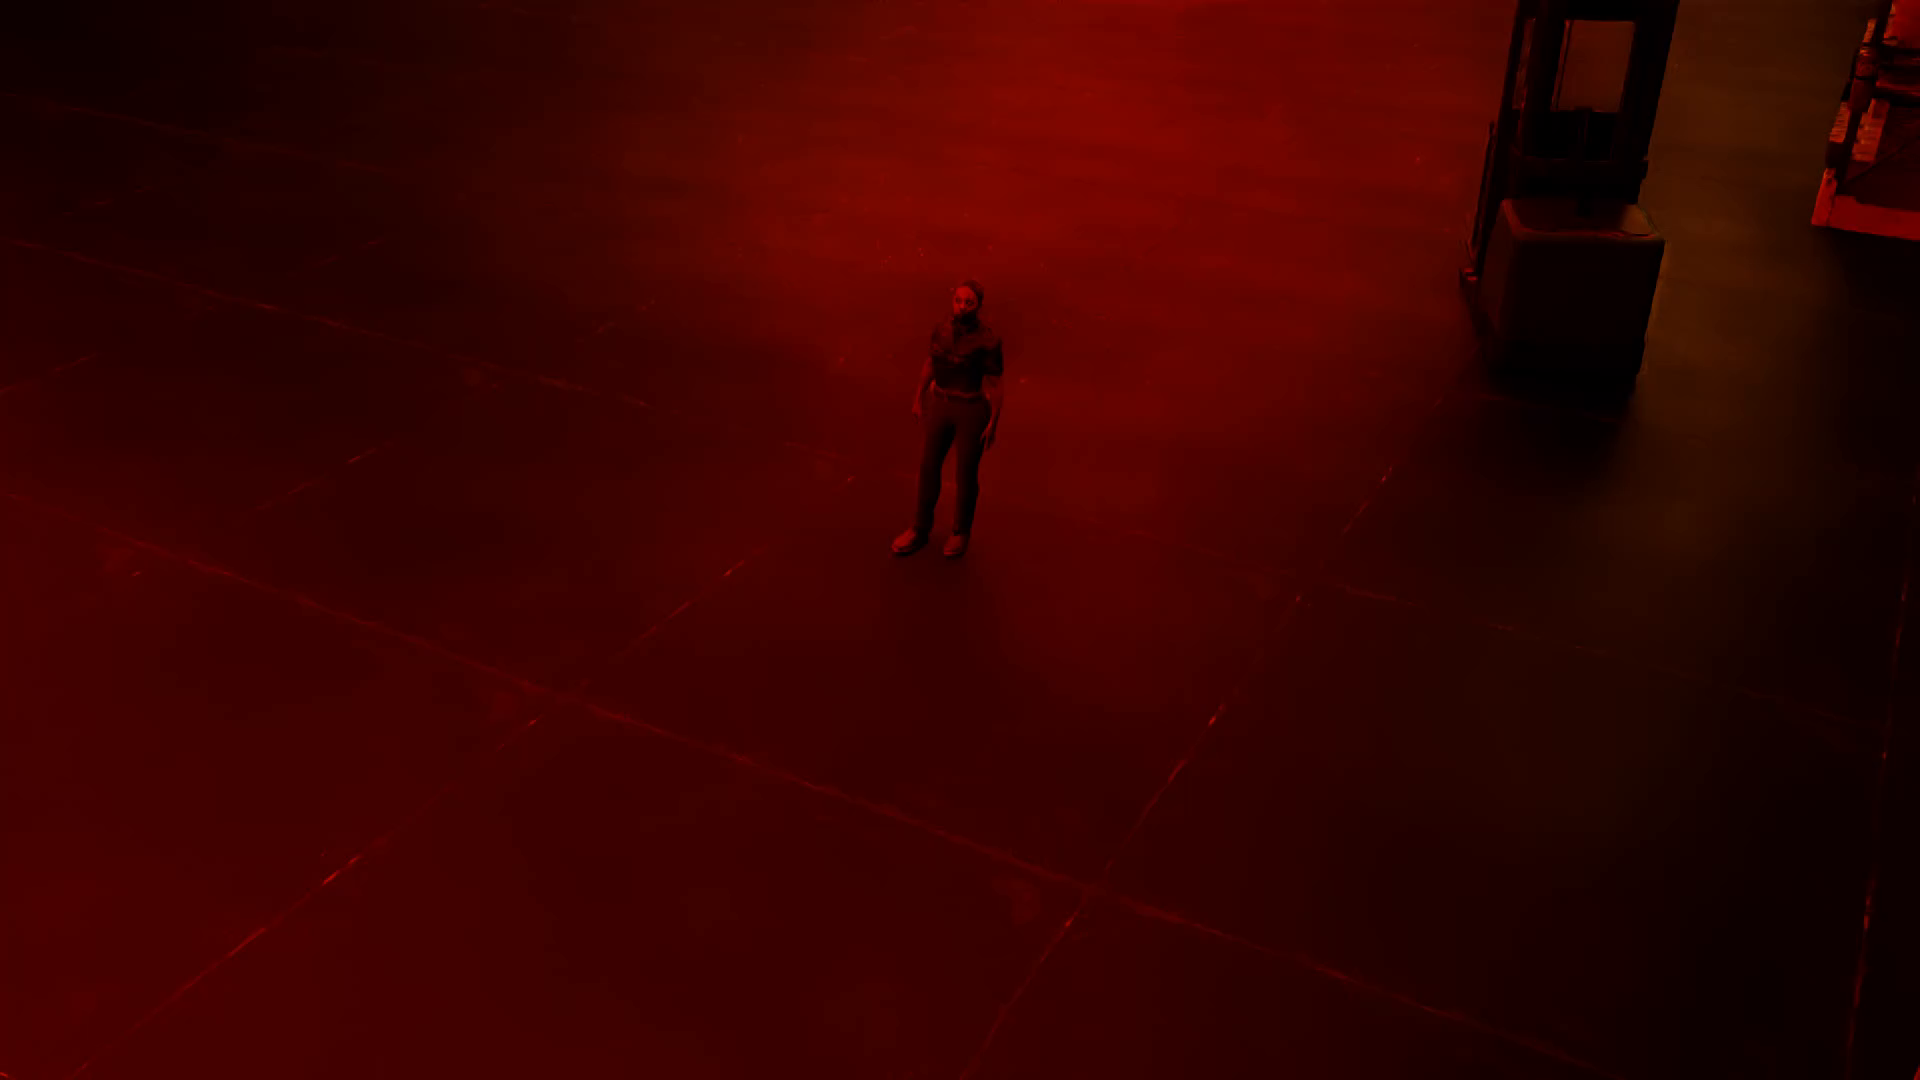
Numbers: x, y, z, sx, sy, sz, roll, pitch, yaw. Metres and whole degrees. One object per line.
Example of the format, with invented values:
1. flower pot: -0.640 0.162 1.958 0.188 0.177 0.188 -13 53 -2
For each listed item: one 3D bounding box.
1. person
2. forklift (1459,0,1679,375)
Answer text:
1. person: -0.059 -0.689 9.527 0.570 1.654 0.503 15 33 25
2. forklift: 4.591 -3.166 12.557 1.130 2.935 3.031 4 30 8
